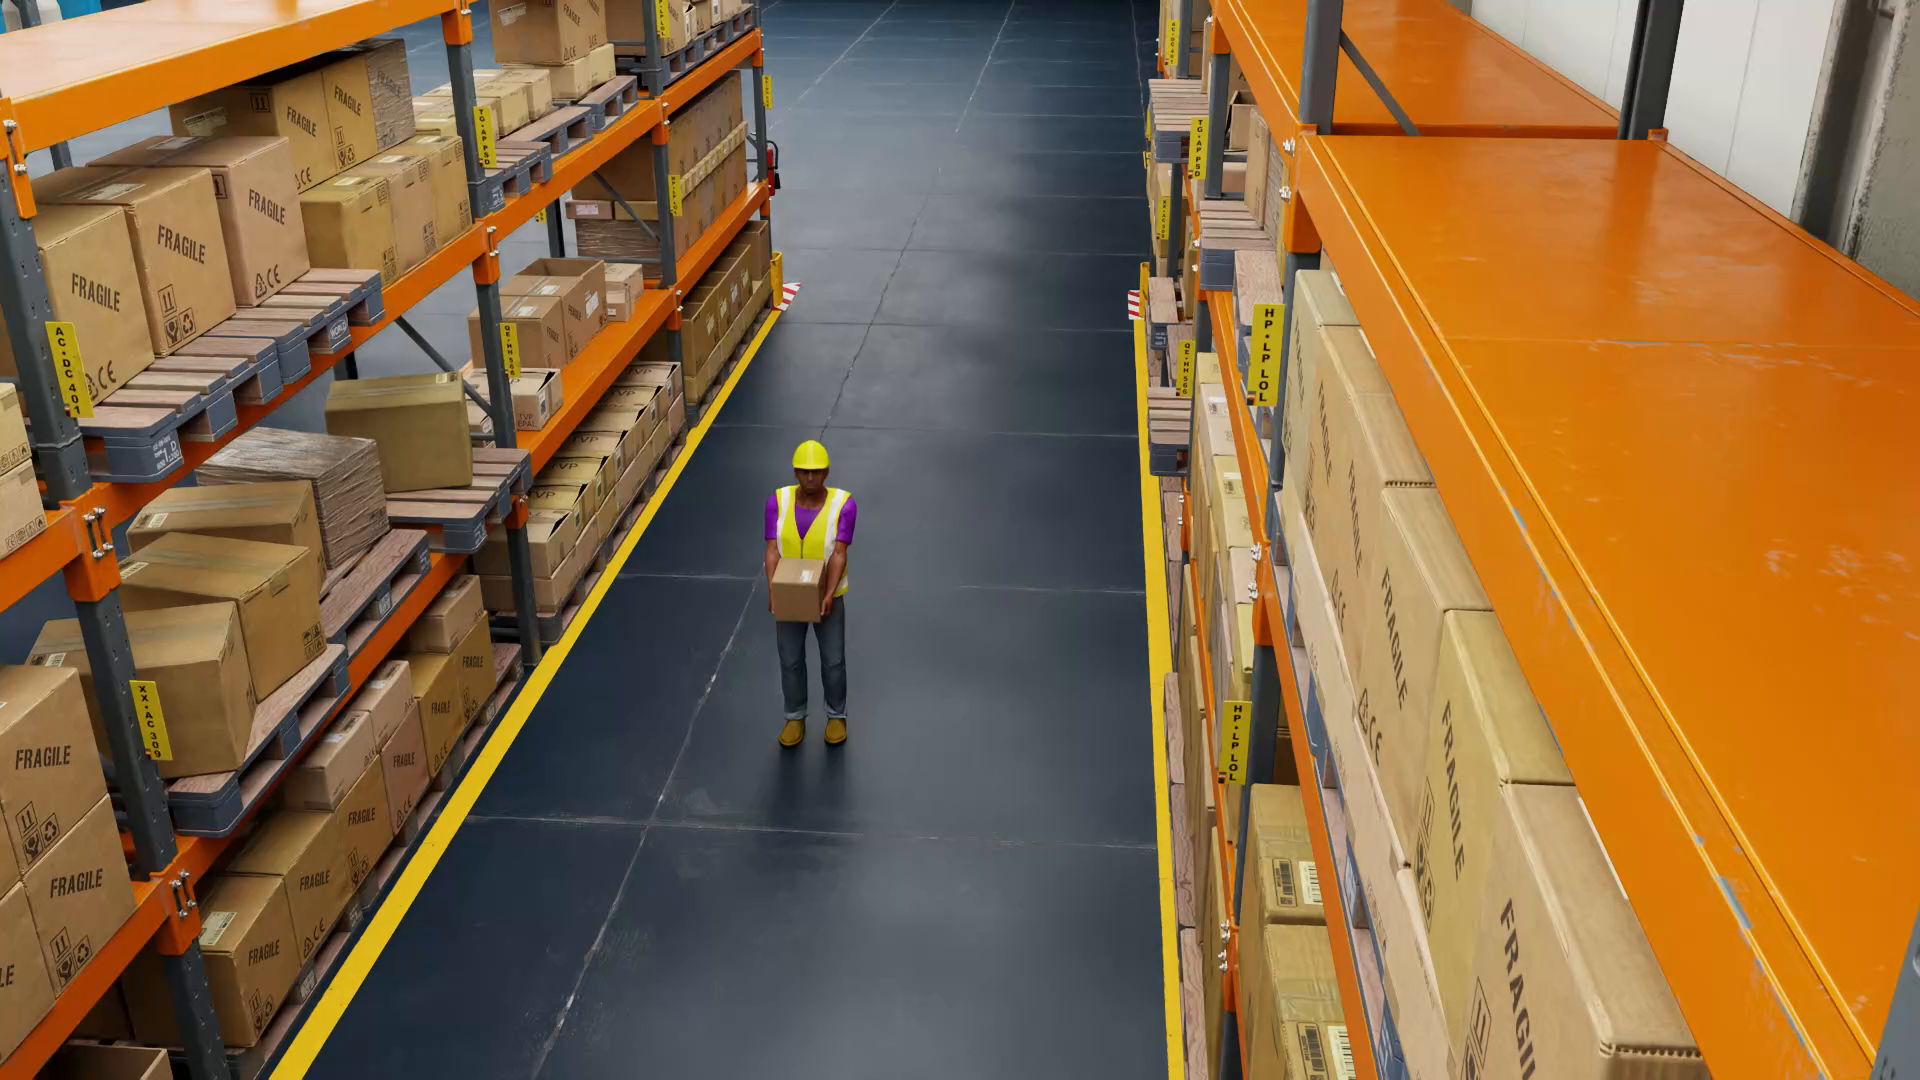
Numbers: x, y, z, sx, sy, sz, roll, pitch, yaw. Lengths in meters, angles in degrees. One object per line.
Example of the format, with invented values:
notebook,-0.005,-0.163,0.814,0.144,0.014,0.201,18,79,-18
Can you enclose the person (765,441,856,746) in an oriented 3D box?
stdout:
person,-0.836,0.336,9.248,0.503,1.758,0.577,2,24,5
